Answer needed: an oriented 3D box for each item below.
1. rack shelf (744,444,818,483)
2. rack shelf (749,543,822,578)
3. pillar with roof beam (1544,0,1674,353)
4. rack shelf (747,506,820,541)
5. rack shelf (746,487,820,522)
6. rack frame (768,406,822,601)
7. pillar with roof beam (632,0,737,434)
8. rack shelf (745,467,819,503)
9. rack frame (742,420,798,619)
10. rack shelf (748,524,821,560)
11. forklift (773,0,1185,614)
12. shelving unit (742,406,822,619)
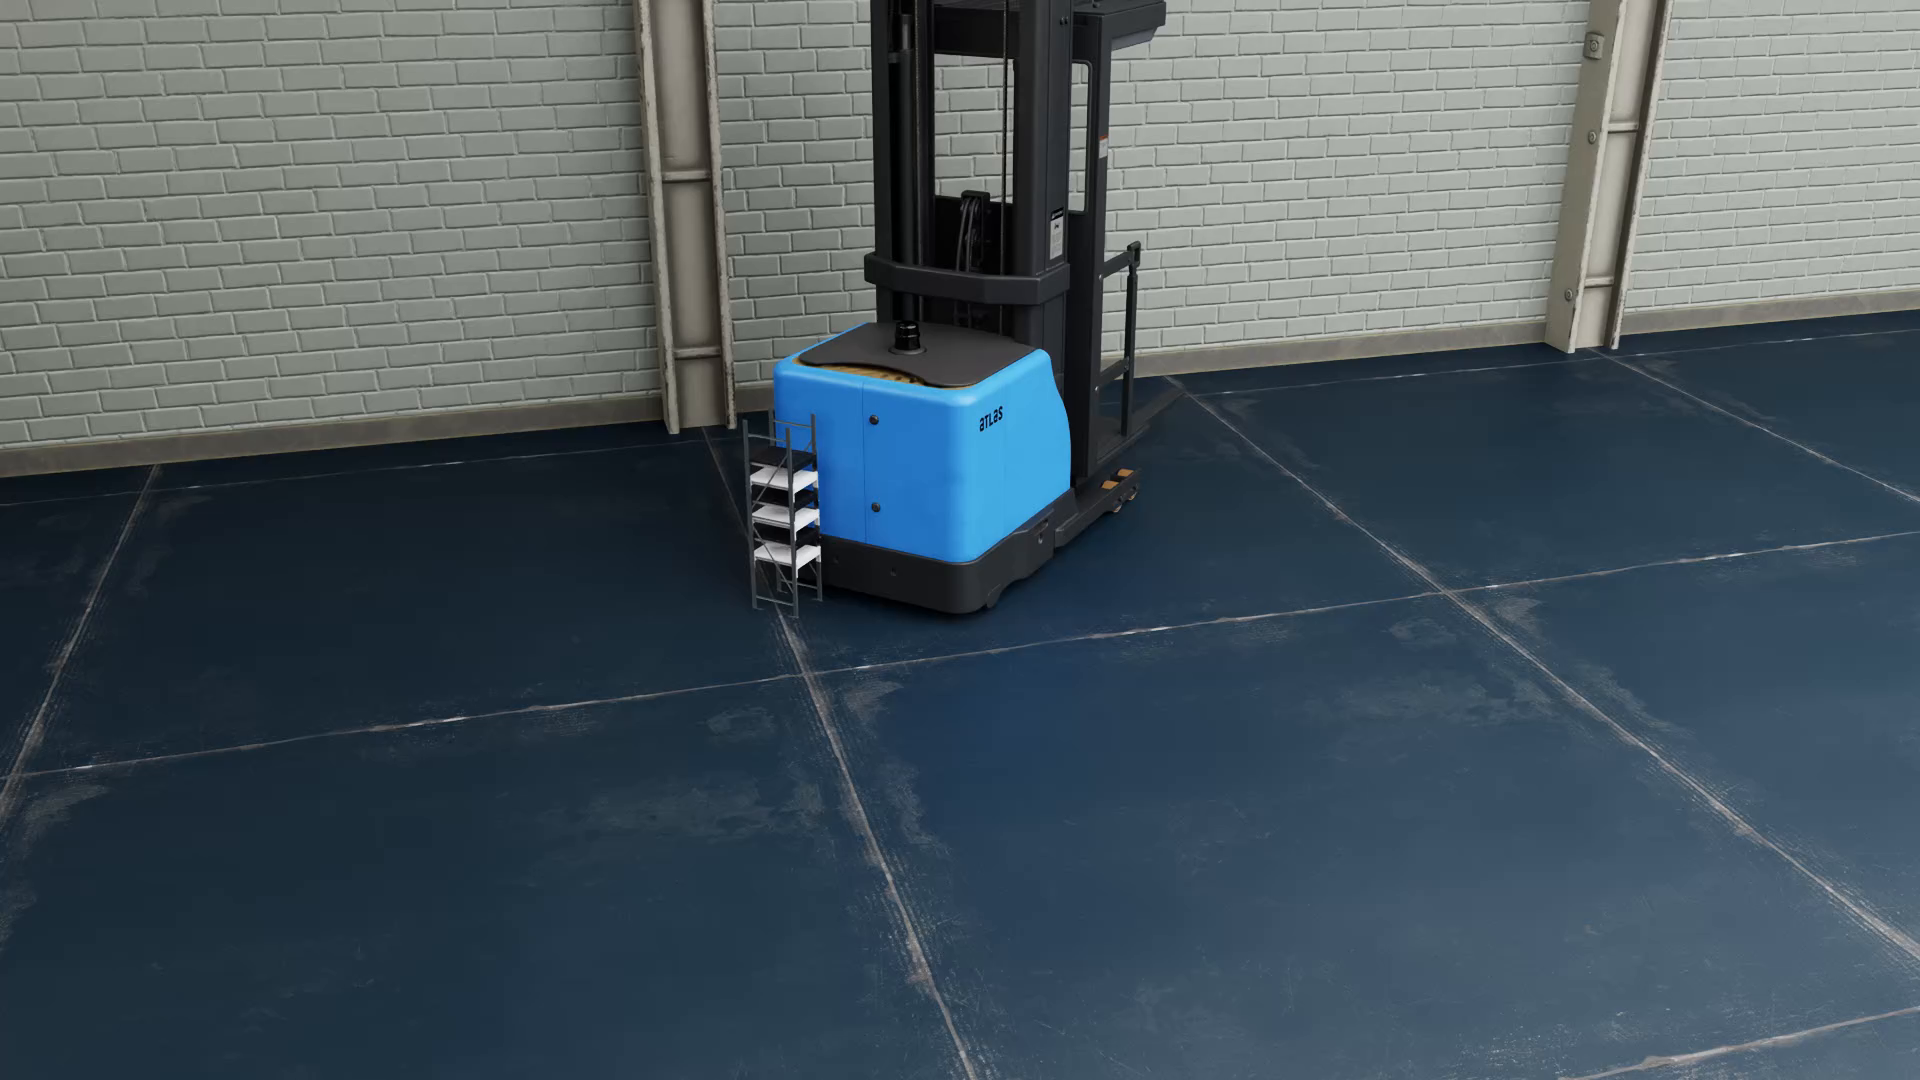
[{"bbox_3d":[-0.784,-0.337,7.294,0.258,0.077,0.200,11,26,25],"label":"rack shelf"},{"bbox_3d":[-0.784,0.076,7.472,0.258,0.077,0.200,11,26,25],"label":"rack shelf"},{"bbox_3d":[5.396,-3.836,5.779,0.400,9.000,9.100,-6,24,-14],"label":"pillar with roof beam"},{"bbox_3d":[-0.784,-0.089,7.401,0.258,0.077,0.200,11,26,25],"label":"rack shelf"},{"bbox_3d":[-0.784,-0.172,7.365,0.258,0.077,0.200,11,26,25],"label":"rack shelf"},{"bbox_3d":[-0.738,-0.155,7.471,0.240,0.900,0.006,11,26,25],"label":"rack frame"},{"bbox_3d":[-0.381,-3.197,4.289,0.400,9.000,9.100,-6,24,-14],"label":"pillar with roof beam"},{"bbox_3d":[-0.784,-0.254,7.330,0.258,0.077,0.200,11,26,25],"label":"rack shelf"},{"bbox_3d":[-0.830,-0.084,7.304,0.240,0.900,0.006,11,26,25],"label":"rack frame"},{"bbox_3d":[-0.784,-0.006,7.436,0.258,0.077,0.200,11,26,25],"label":"rack shelf"},{"bbox_3d":[0.300,-1.564,8.177,1.130,2.935,3.031,12,26,26],"label":"forklift"},{"bbox_3d":[-0.784,-0.120,7.388,0.258,0.900,0.210,11,26,25],"label":"shelving unit"}]
